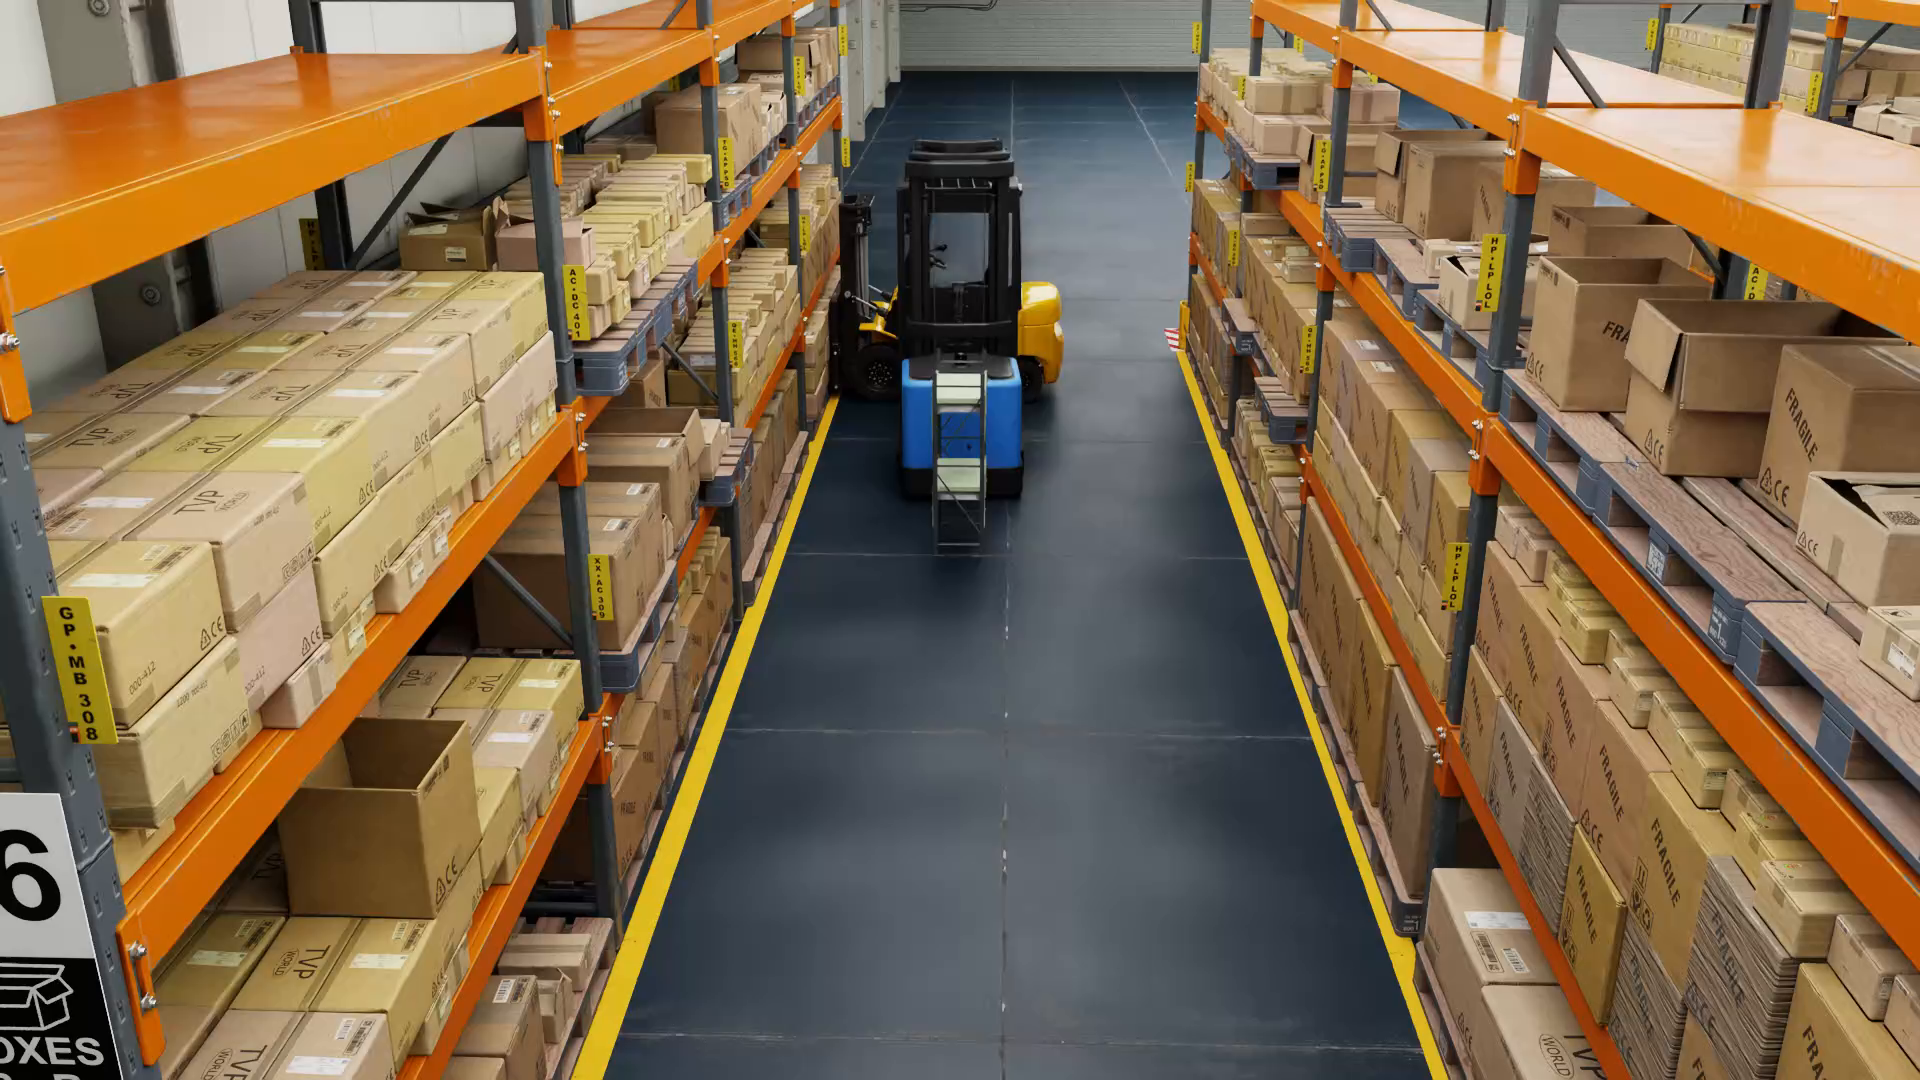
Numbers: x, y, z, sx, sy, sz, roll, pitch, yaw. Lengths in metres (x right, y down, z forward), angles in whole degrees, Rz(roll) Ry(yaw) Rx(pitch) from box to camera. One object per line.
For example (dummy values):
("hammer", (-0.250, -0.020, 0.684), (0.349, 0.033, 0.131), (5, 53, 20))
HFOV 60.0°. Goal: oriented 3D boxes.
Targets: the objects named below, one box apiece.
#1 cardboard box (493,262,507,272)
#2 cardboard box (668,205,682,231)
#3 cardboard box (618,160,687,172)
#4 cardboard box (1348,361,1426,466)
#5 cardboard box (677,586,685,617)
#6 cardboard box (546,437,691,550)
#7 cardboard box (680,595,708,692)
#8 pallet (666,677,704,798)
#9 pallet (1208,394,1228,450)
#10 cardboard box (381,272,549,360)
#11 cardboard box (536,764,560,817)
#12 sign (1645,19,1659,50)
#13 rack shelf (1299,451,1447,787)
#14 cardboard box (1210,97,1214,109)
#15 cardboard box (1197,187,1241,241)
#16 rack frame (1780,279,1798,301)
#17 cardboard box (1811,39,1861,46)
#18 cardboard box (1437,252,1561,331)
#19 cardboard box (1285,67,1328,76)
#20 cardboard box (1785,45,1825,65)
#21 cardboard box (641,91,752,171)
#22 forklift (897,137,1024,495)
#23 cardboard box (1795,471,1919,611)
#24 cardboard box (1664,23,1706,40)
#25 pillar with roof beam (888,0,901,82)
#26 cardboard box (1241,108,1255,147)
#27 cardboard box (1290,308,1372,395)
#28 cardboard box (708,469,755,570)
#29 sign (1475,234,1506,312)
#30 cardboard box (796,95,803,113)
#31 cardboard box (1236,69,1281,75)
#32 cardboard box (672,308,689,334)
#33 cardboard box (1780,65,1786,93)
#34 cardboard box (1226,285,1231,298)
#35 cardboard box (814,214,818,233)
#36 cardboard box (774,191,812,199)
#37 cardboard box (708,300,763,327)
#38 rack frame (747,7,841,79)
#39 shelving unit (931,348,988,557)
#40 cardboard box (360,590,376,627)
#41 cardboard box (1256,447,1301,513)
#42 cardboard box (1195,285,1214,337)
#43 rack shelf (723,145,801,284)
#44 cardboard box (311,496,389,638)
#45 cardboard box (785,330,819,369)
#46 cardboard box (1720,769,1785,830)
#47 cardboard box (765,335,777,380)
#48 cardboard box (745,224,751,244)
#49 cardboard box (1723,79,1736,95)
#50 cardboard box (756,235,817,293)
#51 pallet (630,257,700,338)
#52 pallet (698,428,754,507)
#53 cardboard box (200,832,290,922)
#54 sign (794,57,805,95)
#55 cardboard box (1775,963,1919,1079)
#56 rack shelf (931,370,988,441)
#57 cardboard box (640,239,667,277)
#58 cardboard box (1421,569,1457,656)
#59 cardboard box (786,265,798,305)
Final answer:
("cardboard box", (-2.316, -1.247, 7.667), (0.380, 0.149, 0.250), (1, 21, 2))
("cardboard box", (-1.867, -1.933, 9.874), (0.380, 0.149, 0.250), (1, 21, 2))
("cardboard box", (-1.901, -2.260, 10.304), (0.380, 0.149, 0.250), (0, 21, 0))
("cardboard box", (2.593, -0.746, 9.783), (0.500, 0.500, 0.500), (1, 21, 3))
("cardboard box", (-1.924, 0.399, 10.331), (0.380, 0.149, 0.250), (0, 21, 1))
("cardboard box", (-1.916, -0.268, 9.353), (0.700, 0.500, 0.500), (1, 21, 1))
("cardboard box", (-1.909, 0.667, 10.539), (0.500, 0.500, 0.500), (2, 21, 4))
("pallet", (-2.173, 1.181, 10.192), (1.003, 0.211, 1.213), (1, 21, 2))
("pallet", (2.996, -1.164, 16.238), (1.003, 0.211, 1.213), (1, 21, 2))
("cardboard box", (-1.969, -0.897, 6.652), (0.500, 0.250, 0.500), (1, 21, 2))
("cardboard box", (-1.921, 1.042, 7.044), (0.380, 0.149, 0.250), (1, 21, 3))
("sign", (7.529, -5.501, 18.094), (0.100, 0.325, 0.005), (1, 21, 2))
("rack shelf", (2.829, 0.284, 9.646), (1.077, 0.370, 4.000), (1, 21, 2))
("cardboard box", (2.837, -4.641, 17.544), (0.380, 0.149, 0.250), (1, 21, 3))
("cardboard box", (2.828, -3.497, 17.846), (0.500, 0.500, 0.500), (1, 21, 3))
("rack frame", (7.962, -2.203, 15.060), (1.000, 3.000, 0.127), (1, 21, 2))
("cardboard box", (8.350, -4.687, 15.841), (0.380, 0.149, 0.250), (1, 21, 2))
("cardboard box", (2.585, -1.202, 7.877), (0.500, 0.311, 0.500), (1, 21, 2))
("cardboard box", (3.332, -4.456, 15.965), (0.380, 0.149, 0.250), (0, 21, 1))
("cardboard box", (7.670, -4.417, 15.144), (0.380, 0.149, 0.250), (1, 21, 2))
("cardboard box", (-1.891, -2.958, 12.003), (0.700, 0.500, 0.500), (0, 21, 1))
("forklift", (-0.025, -2.237, 15.241), (1.130, 2.935, 3.031), (-1, 21, -2))
("cardboard box", (2.742, -0.022, 4.697), (0.500, 0.311, 0.500), (1, 21, 3))
("cardboard box", (7.755, -5.428, 17.750), (0.380, 0.149, 0.250), (1, 21, 2))
("pillar with roof beam", (2.465, -17.075, 45.096), (9.100, 9.000, 0.400), (1, 21, 2))
("cardboard box", (2.578, -3.355, 13.509), (0.500, 0.250, 0.500), (0, 21, 1))
("cardboard box", (2.625, -1.323, 11.663), (0.500, 0.500, 0.500), (0, 21, 0))
("cardboard box", (-2.039, -0.142, 12.451), (0.875, 0.625, 0.625), (1, 21, 3))
("sign", (2.225, -1.117, 6.965), (0.100, 0.325, 0.005), (1, 21, 2))
("cardboard box", (-1.633, -3.957, 15.062), (0.380, 0.149, 0.250), (1, 21, 3))
("cardboard box", (2.819, -4.368, 15.738), (0.380, 0.149, 0.250), (0, 21, 1))
("cardboard box", (-2.276, -1.669, 12.649), (0.380, 0.149, 0.250), (1, 21, 1))
("cardboard box", (7.736, -4.276, 15.334), (0.500, 0.250, 0.500), (1, 21, 1))
("cardboard box", (2.717, -2.314, 15.693), (0.380, 0.149, 0.250), (1, 21, 3))
("cardboard box", (-1.600, -3.107, 16.355), (0.380, 0.149, 0.250), (0, 21, 1))
("cardboard box", (-1.694, -3.431, 16.779), (0.380, 0.149, 0.250), (1, 21, 2))
("cardboard box", (-1.739, -1.756, 12.873), (0.380, 0.149, 0.250), (1, 21, 3))
("rack frame", (-1.829, -6.518, 17.886), (1.000, 3.000, 0.127), (1, 21, 2))
("shelving unit", (0.000, -0.702, 13.264), (0.431, 1.500, 0.755), (1, 21, 2))
("cardboard box", (-2.010, 0.209, 5.044), (0.380, 0.149, 0.250), (0, 21, 1))
("cardboard box", (2.960, -0.491, 13.699), (0.950, 0.372, 0.625), (1, 21, 3))
("cardboard box", (2.820, -2.445, 17.866), (0.500, 0.500, 0.500), (0, 21, 0))
("rack shelf", (-2.011, -2.614, 12.968), (1.077, 0.370, 4.000), (1, 21, 2))
("cardboard box", (-2.006, 0.071, 4.849), (0.500, 0.250, 0.500), (0, 21, 0))
("cardboard box", (-1.622, -1.826, 15.926), (0.500, 0.250, 0.500), (0, 21, 1))
("cardboard box", (2.492, 0.800, 4.904), (0.380, 0.149, 0.250), (0, 21, 1))
("cardboard box", (-1.768, -1.472, 13.382), (0.500, 0.250, 0.500), (1, 21, 3))
("cardboard box", (-2.208, -2.929, 15.896), (0.380, 0.149, 0.250), (1, 21, 3))
("cardboard box", (7.699, -4.414, 16.240), (0.380, 0.149, 0.250), (1, 21, 1))
("cardboard box", (-1.677, -2.667, 16.118), (0.500, 0.500, 0.500), (1, 21, 3))
("pallet", (-2.075, -1.303, 8.853), (1.213, 0.211, 1.003), (1, 21, 2))
("pallet", (-2.023, -0.493, 10.918), (1.213, 0.211, 1.003), (1, 21, 2))
("cardboard box", (-2.514, 1.272, 5.900), (0.500, 0.250, 0.500), (1, 21, 2))
("sign", (-1.408, -4.058, 14.545), (0.100, 0.325, 0.005), (1, 21, 2))
("cardboard box", (2.423, 1.428, 4.181), (0.500, 0.500, 0.500), (1, 21, 3))
("rack shelf", (0.000, -1.065, 13.123), (0.431, 0.370, 0.720), (1, 21, 2))
("cardboard box", (-1.742, -1.470, 8.653), (0.380, 0.149, 0.250), (1, 21, 3))
("cardboard box", (2.538, 0.346, 8.006), (0.500, 0.250, 0.500), (1, 21, 2))
("cardboard box", (-1.710, -2.257, 14.716), (0.500, 0.250, 0.500), (0, 21, 0))
